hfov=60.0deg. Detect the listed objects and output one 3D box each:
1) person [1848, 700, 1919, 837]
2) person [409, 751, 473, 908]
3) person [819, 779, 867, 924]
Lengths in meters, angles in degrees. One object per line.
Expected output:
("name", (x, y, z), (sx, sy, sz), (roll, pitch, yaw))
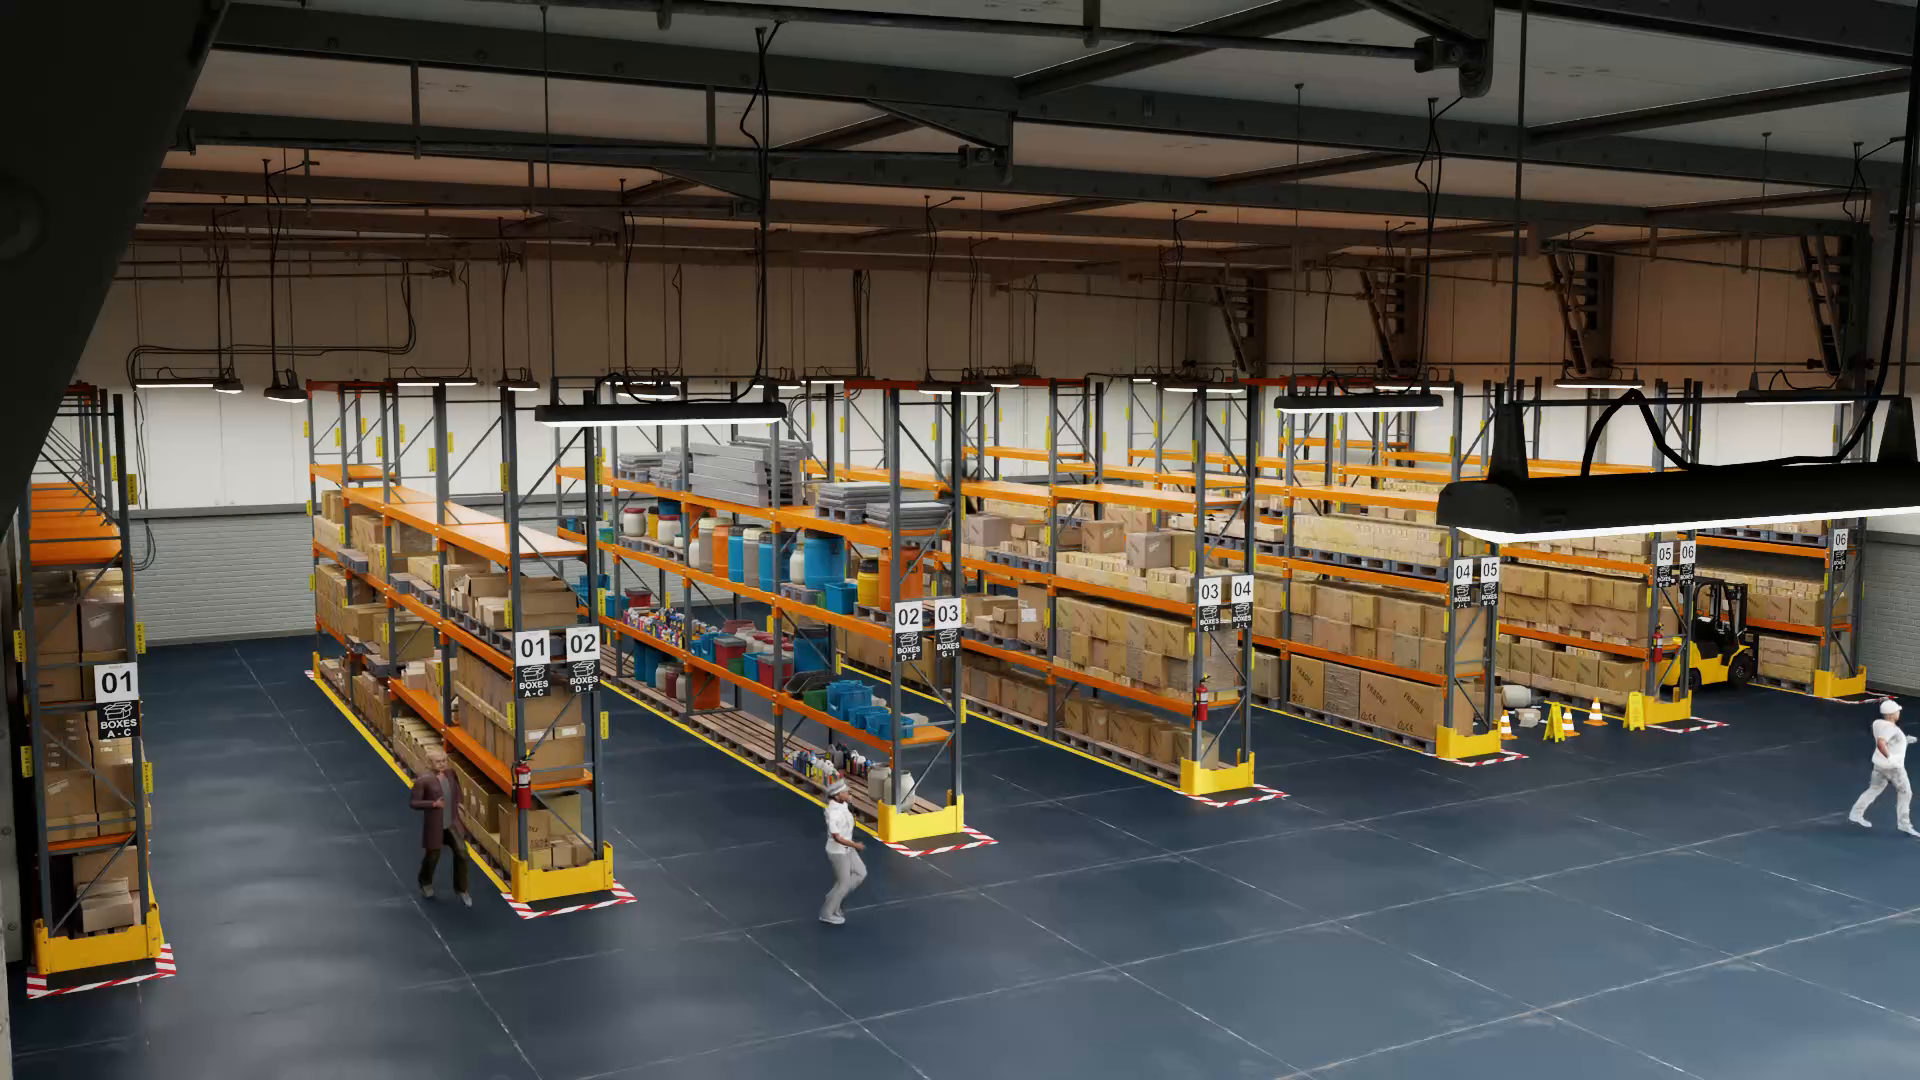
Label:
("person", (12.450, 3.056, 22.326), (0.861, 1.827, 0.667), (0, 6, 2))
("person", (-6.104, 3.365, 19.493), (0.854, 1.834, 0.735), (6, 8, 44))
("person", (-1.325, 3.506, 18.837), (0.552, 1.661, 0.590), (0, 6, 0))
